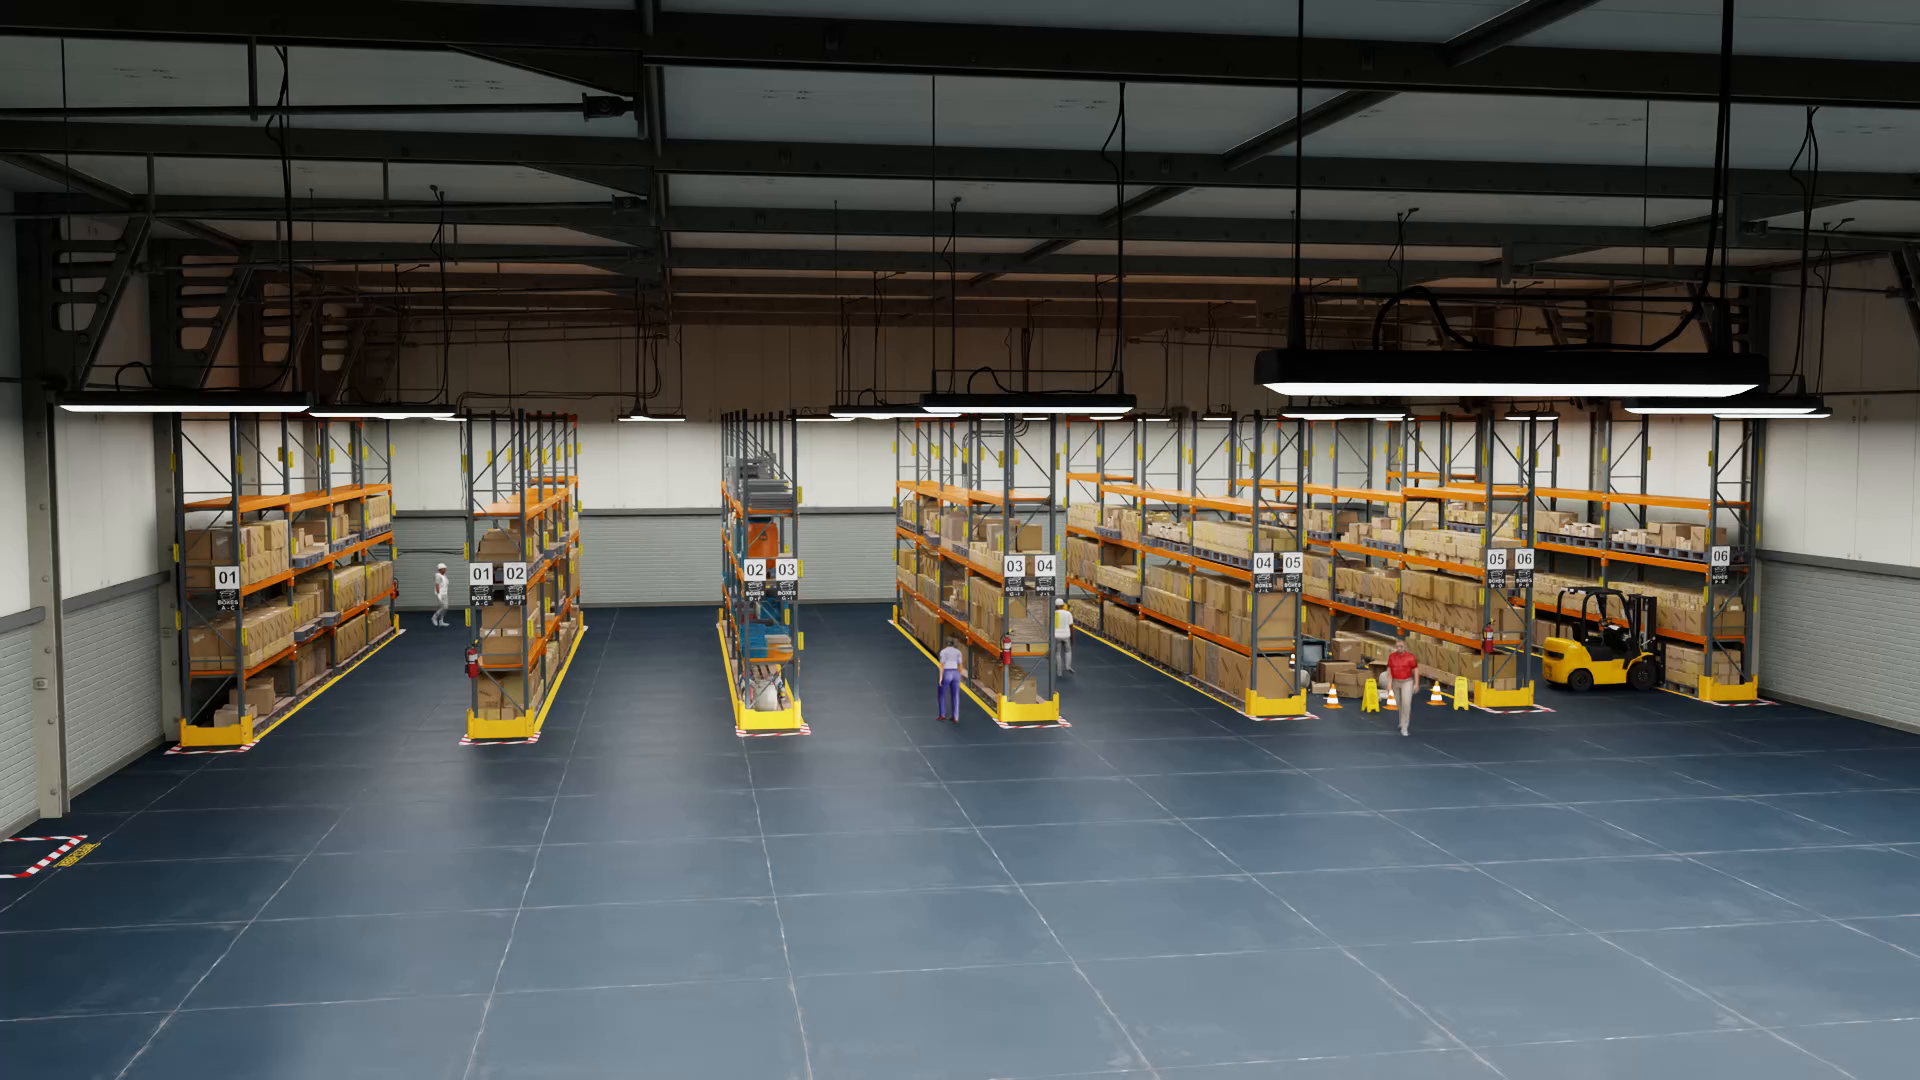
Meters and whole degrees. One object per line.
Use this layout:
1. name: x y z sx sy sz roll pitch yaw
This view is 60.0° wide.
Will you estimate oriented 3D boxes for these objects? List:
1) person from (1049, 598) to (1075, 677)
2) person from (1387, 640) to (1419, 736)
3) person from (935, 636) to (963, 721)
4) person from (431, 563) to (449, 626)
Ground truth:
1. person: 2.297 2.213 37.742 0.605 1.766 0.477 0 4 -3
2. person: 8.222 2.705 30.956 0.579 1.710 0.864 3 5 39
3. person: -0.180 2.698 32.003 0.511 1.691 0.574 -1 4 -19
4. person: -14.649 1.550 46.820 0.481 1.783 0.596 -1 4 -10
